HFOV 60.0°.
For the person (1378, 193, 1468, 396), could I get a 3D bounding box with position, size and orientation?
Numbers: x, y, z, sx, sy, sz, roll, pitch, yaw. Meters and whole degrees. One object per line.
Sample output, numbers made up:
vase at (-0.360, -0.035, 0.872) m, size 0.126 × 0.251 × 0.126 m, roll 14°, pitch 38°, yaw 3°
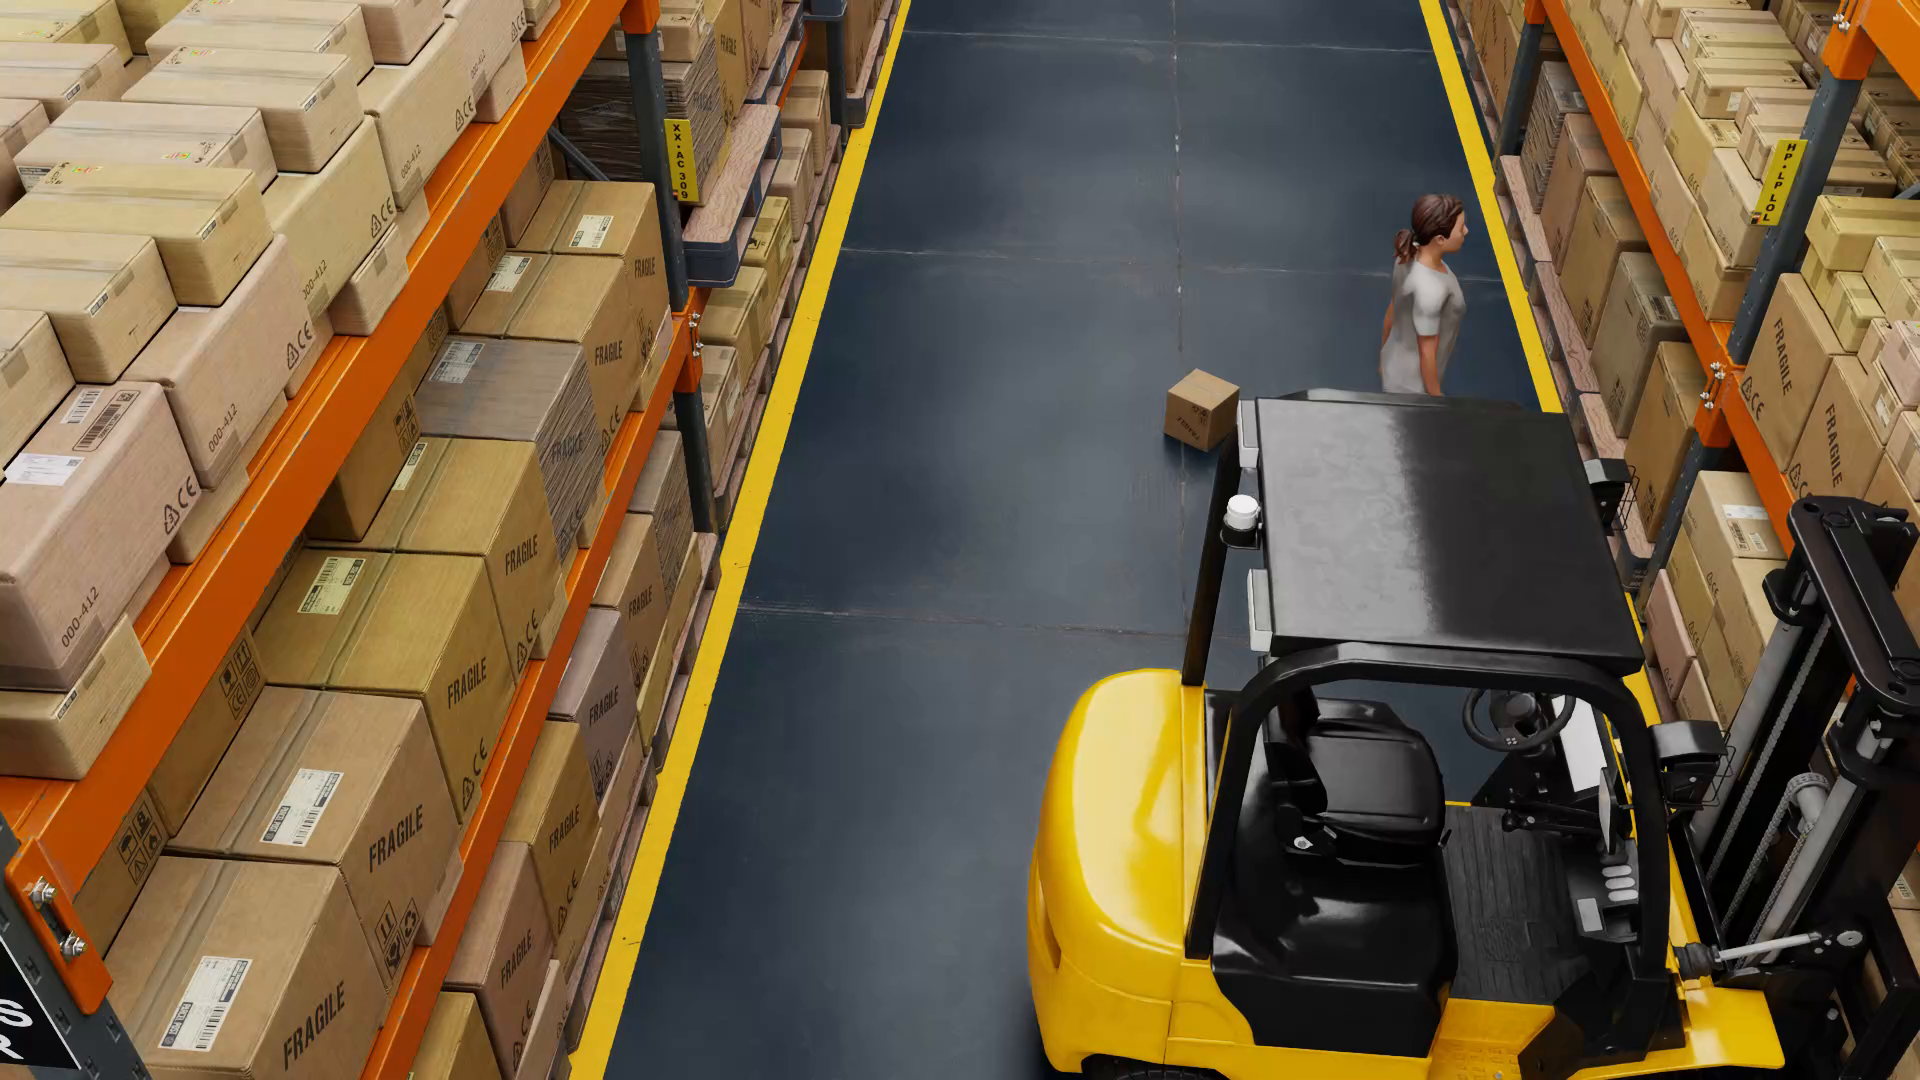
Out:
person at (1.977, -0.682, 6.956) m, size 0.733 × 1.660 × 0.448 m, roll 4°, pitch 40°, yaw 4°
